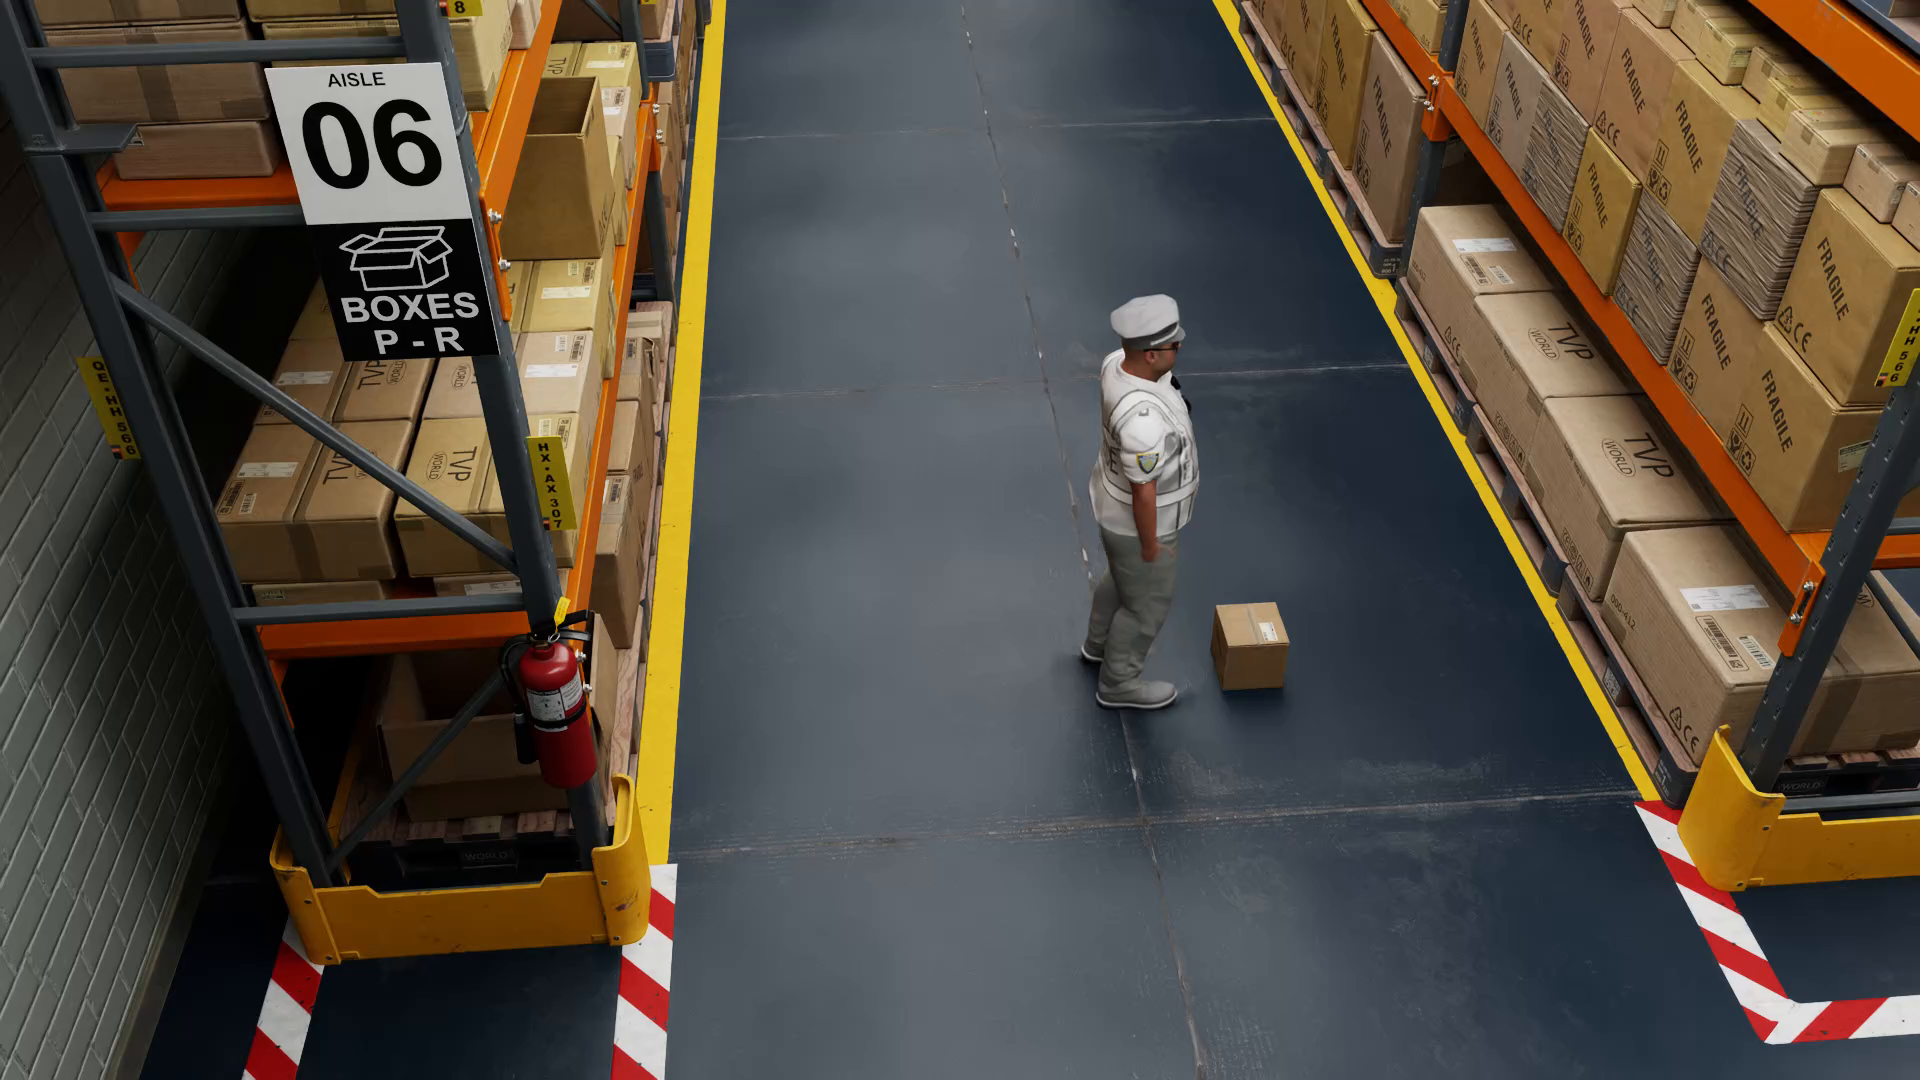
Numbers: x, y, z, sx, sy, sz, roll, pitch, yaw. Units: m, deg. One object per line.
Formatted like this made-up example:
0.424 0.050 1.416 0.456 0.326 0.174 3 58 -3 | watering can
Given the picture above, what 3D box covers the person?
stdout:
0.691 -0.122 6.315 0.393 1.782 0.526 -2 39 -3 | person
